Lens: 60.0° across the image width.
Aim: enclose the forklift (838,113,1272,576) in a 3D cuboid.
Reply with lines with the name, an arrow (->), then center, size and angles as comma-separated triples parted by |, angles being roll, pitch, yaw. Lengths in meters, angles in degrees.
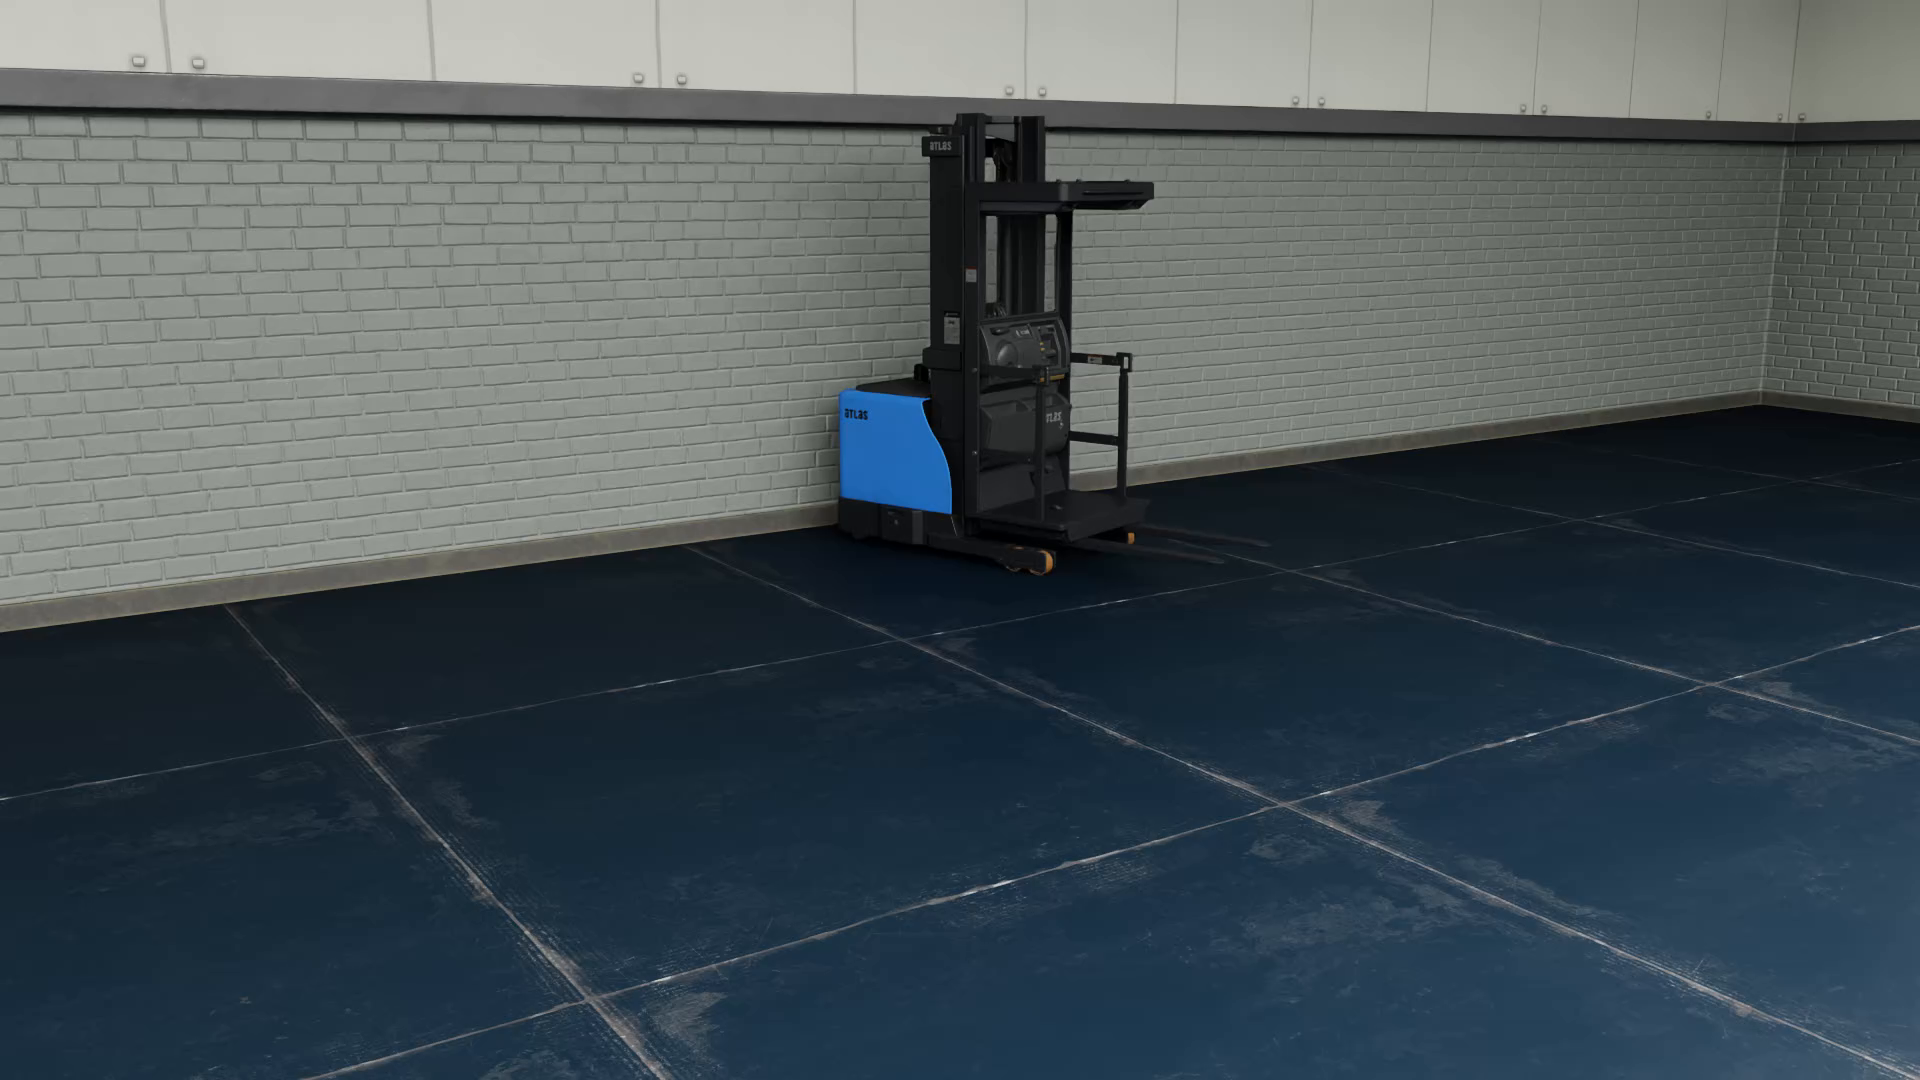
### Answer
forklift -> 0.607, -1.328, 11.072 | 3.031, 2.935, 1.130 | 9, 15, 37
